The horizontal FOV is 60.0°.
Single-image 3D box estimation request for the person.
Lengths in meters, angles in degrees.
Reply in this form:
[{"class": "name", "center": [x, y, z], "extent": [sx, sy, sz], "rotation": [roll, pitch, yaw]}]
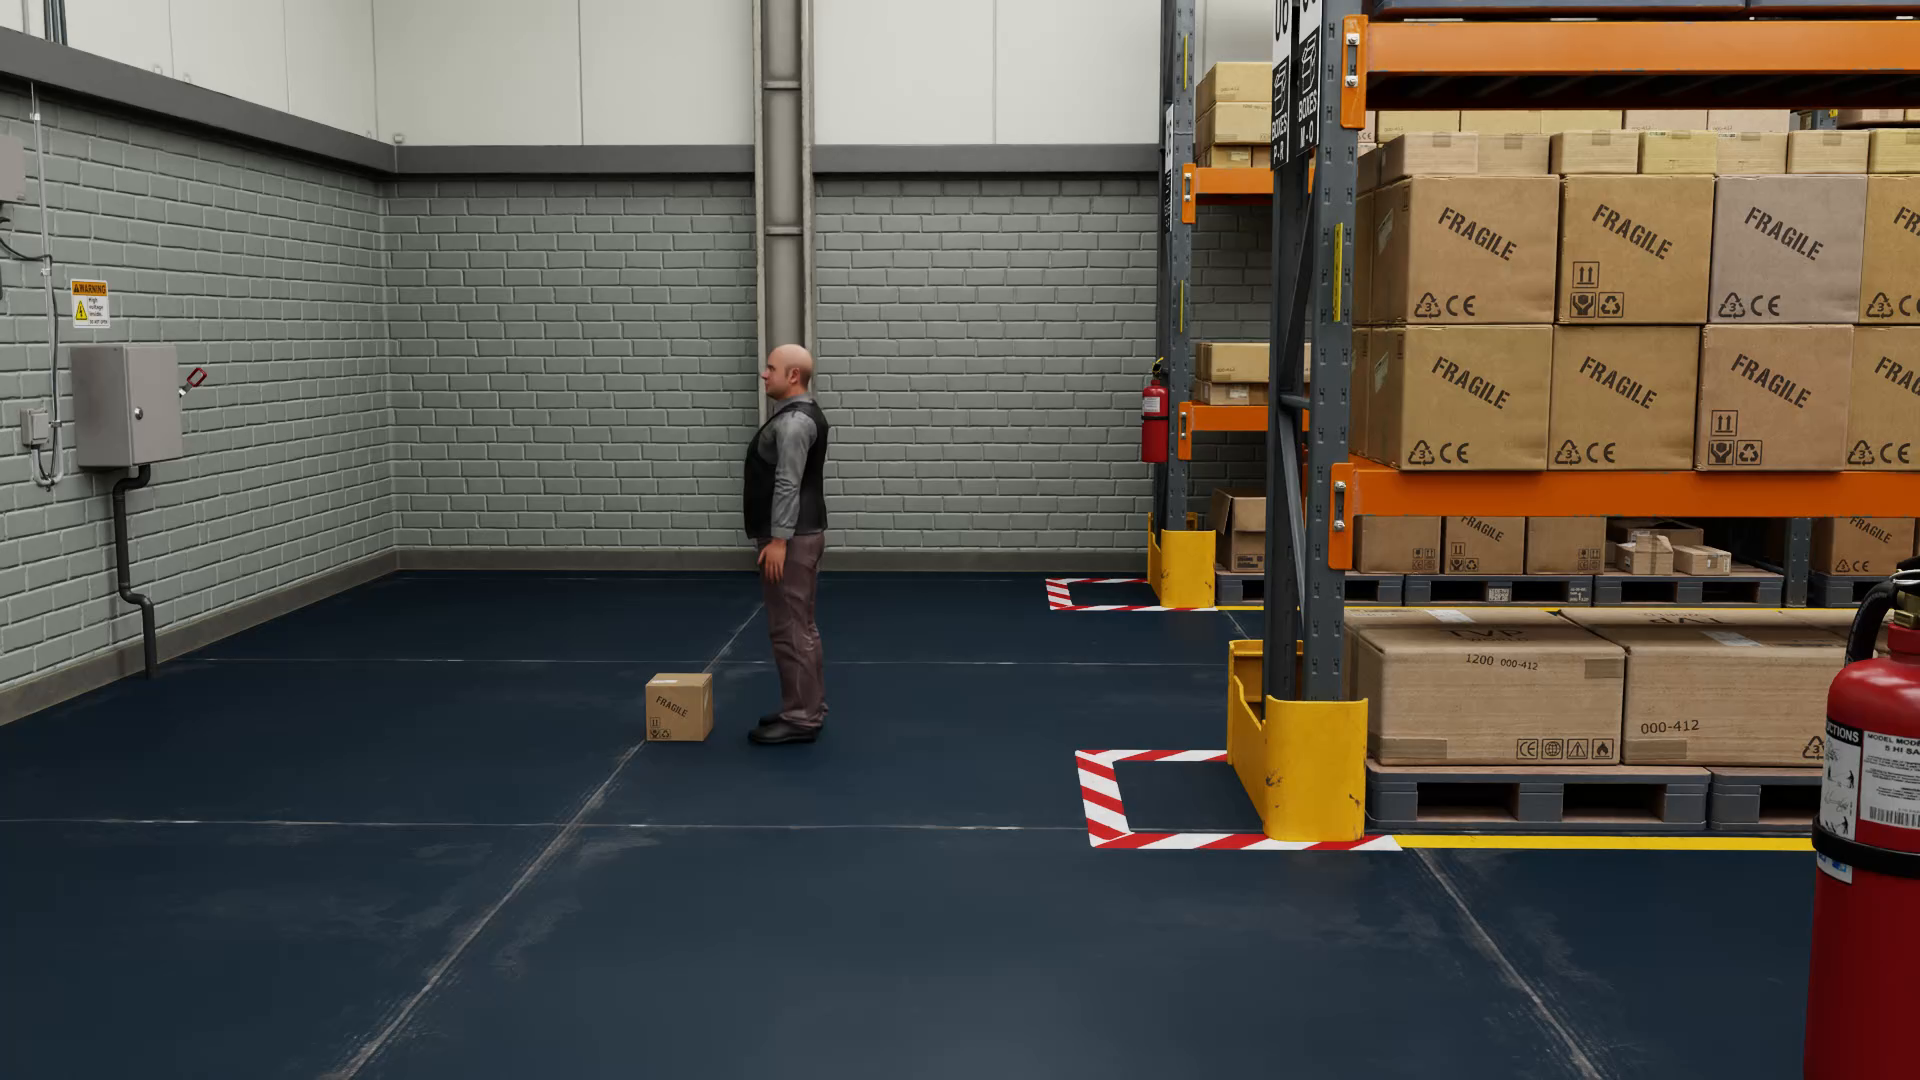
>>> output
[{"class": "person", "center": [-0.758, 0.014, 7.255], "extent": [0.355, 1.725, 0.535], "rotation": [0, 7, 3]}]
